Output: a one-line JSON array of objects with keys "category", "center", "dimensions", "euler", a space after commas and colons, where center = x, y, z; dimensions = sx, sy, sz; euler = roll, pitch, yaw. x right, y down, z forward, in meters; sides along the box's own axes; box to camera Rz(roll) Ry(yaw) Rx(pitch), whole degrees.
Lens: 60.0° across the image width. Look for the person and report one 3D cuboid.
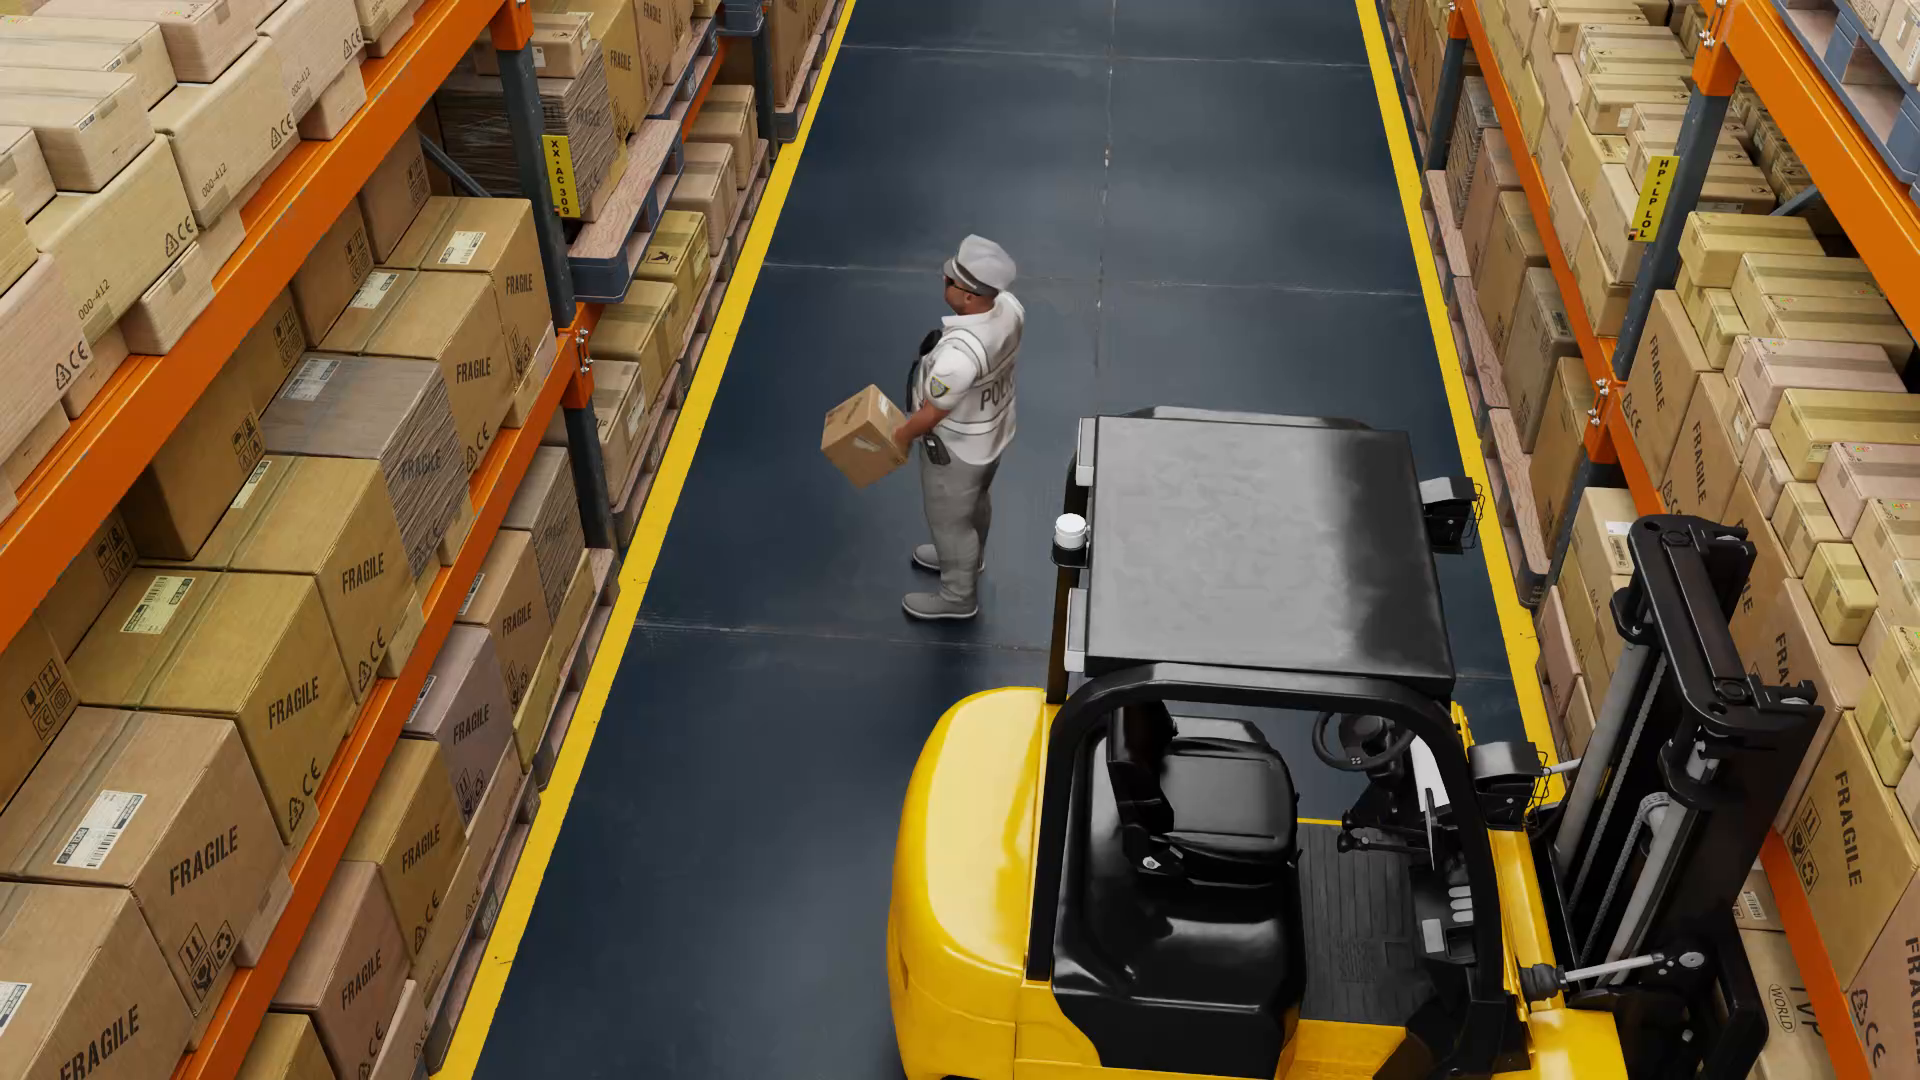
[{"category": "person", "center": [-0.040, -0.436, 6.641], "dimensions": [0.532, 1.786, 0.531], "euler": [17, 43, 19]}]
